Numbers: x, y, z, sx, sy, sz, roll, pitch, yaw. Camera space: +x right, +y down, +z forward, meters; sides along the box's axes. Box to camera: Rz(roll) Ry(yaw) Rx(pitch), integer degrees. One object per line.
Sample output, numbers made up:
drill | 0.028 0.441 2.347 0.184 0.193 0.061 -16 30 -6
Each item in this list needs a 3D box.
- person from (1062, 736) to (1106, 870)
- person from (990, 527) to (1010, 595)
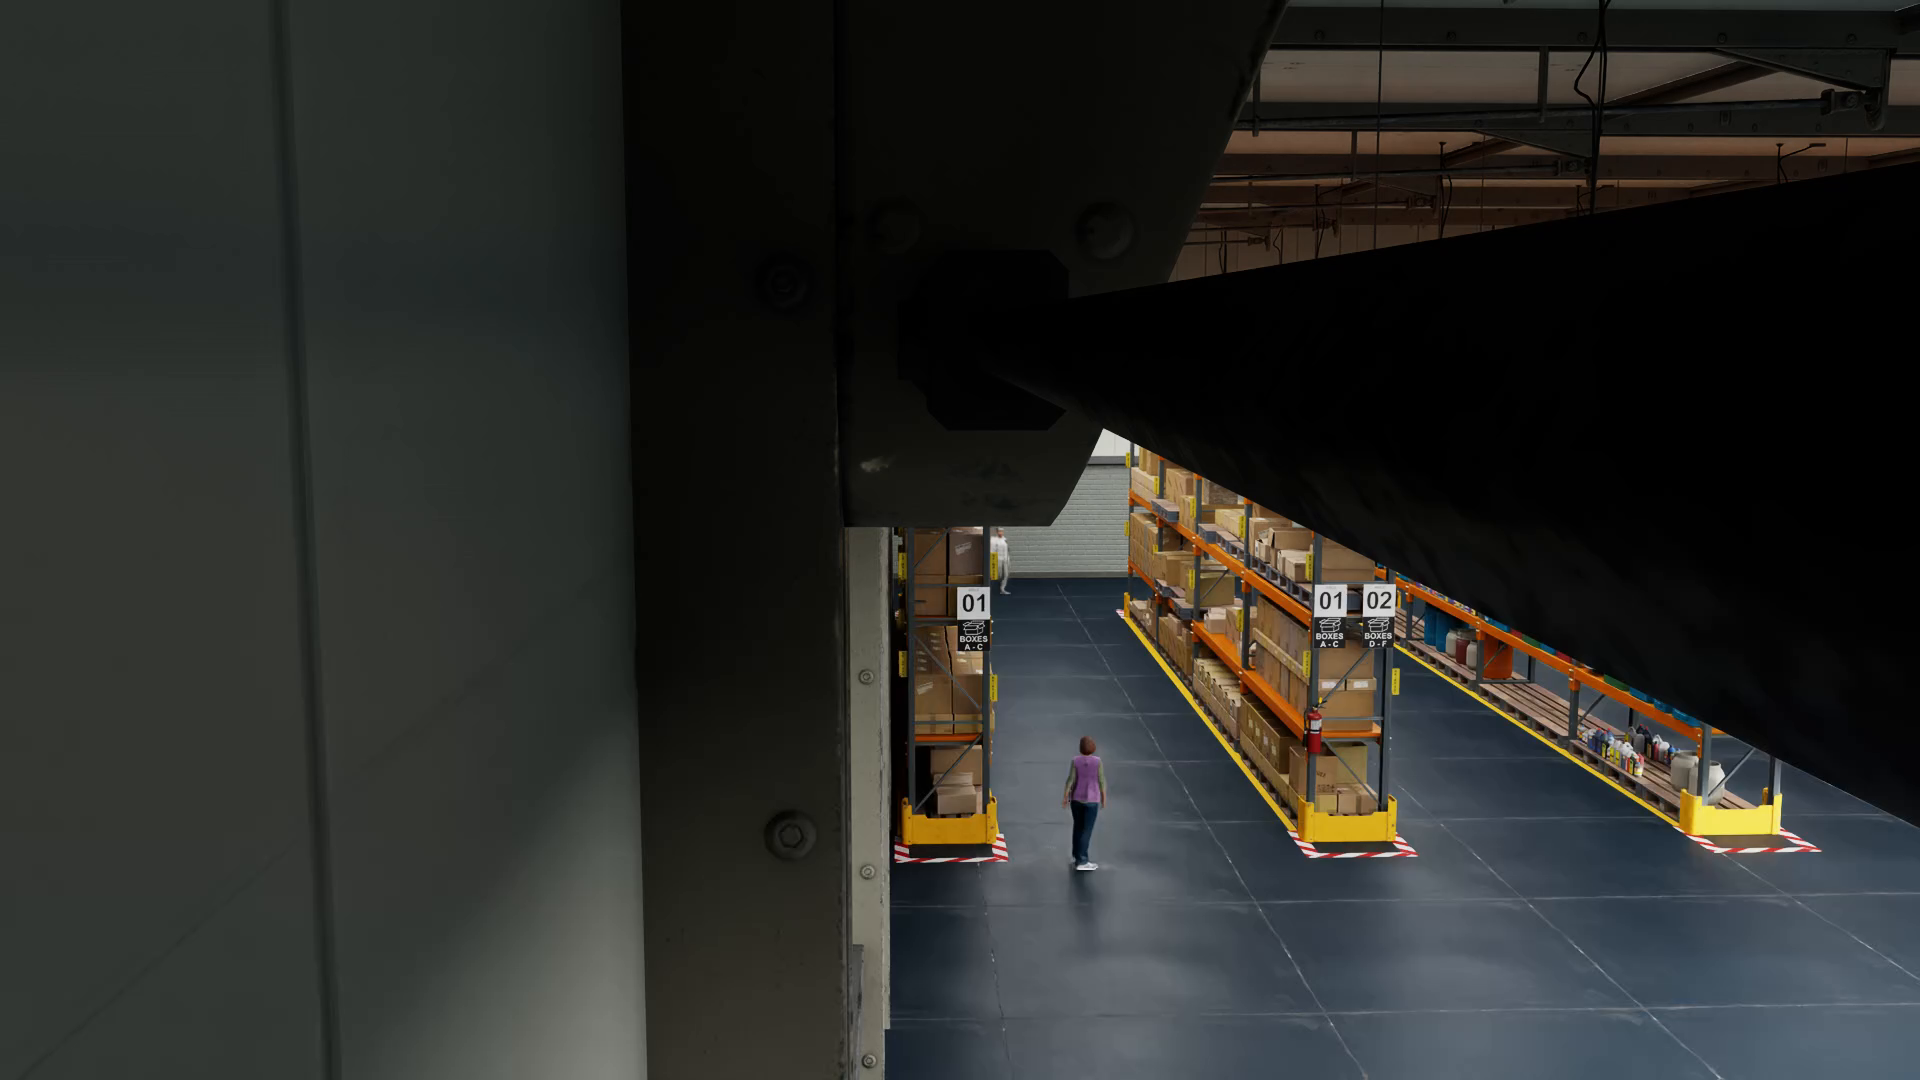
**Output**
person | 1.477 3.057 19.550 0.486 1.584 0.570 4 8 29
person | 0.897 0.466 39.352 0.644 1.654 0.497 4 8 30
